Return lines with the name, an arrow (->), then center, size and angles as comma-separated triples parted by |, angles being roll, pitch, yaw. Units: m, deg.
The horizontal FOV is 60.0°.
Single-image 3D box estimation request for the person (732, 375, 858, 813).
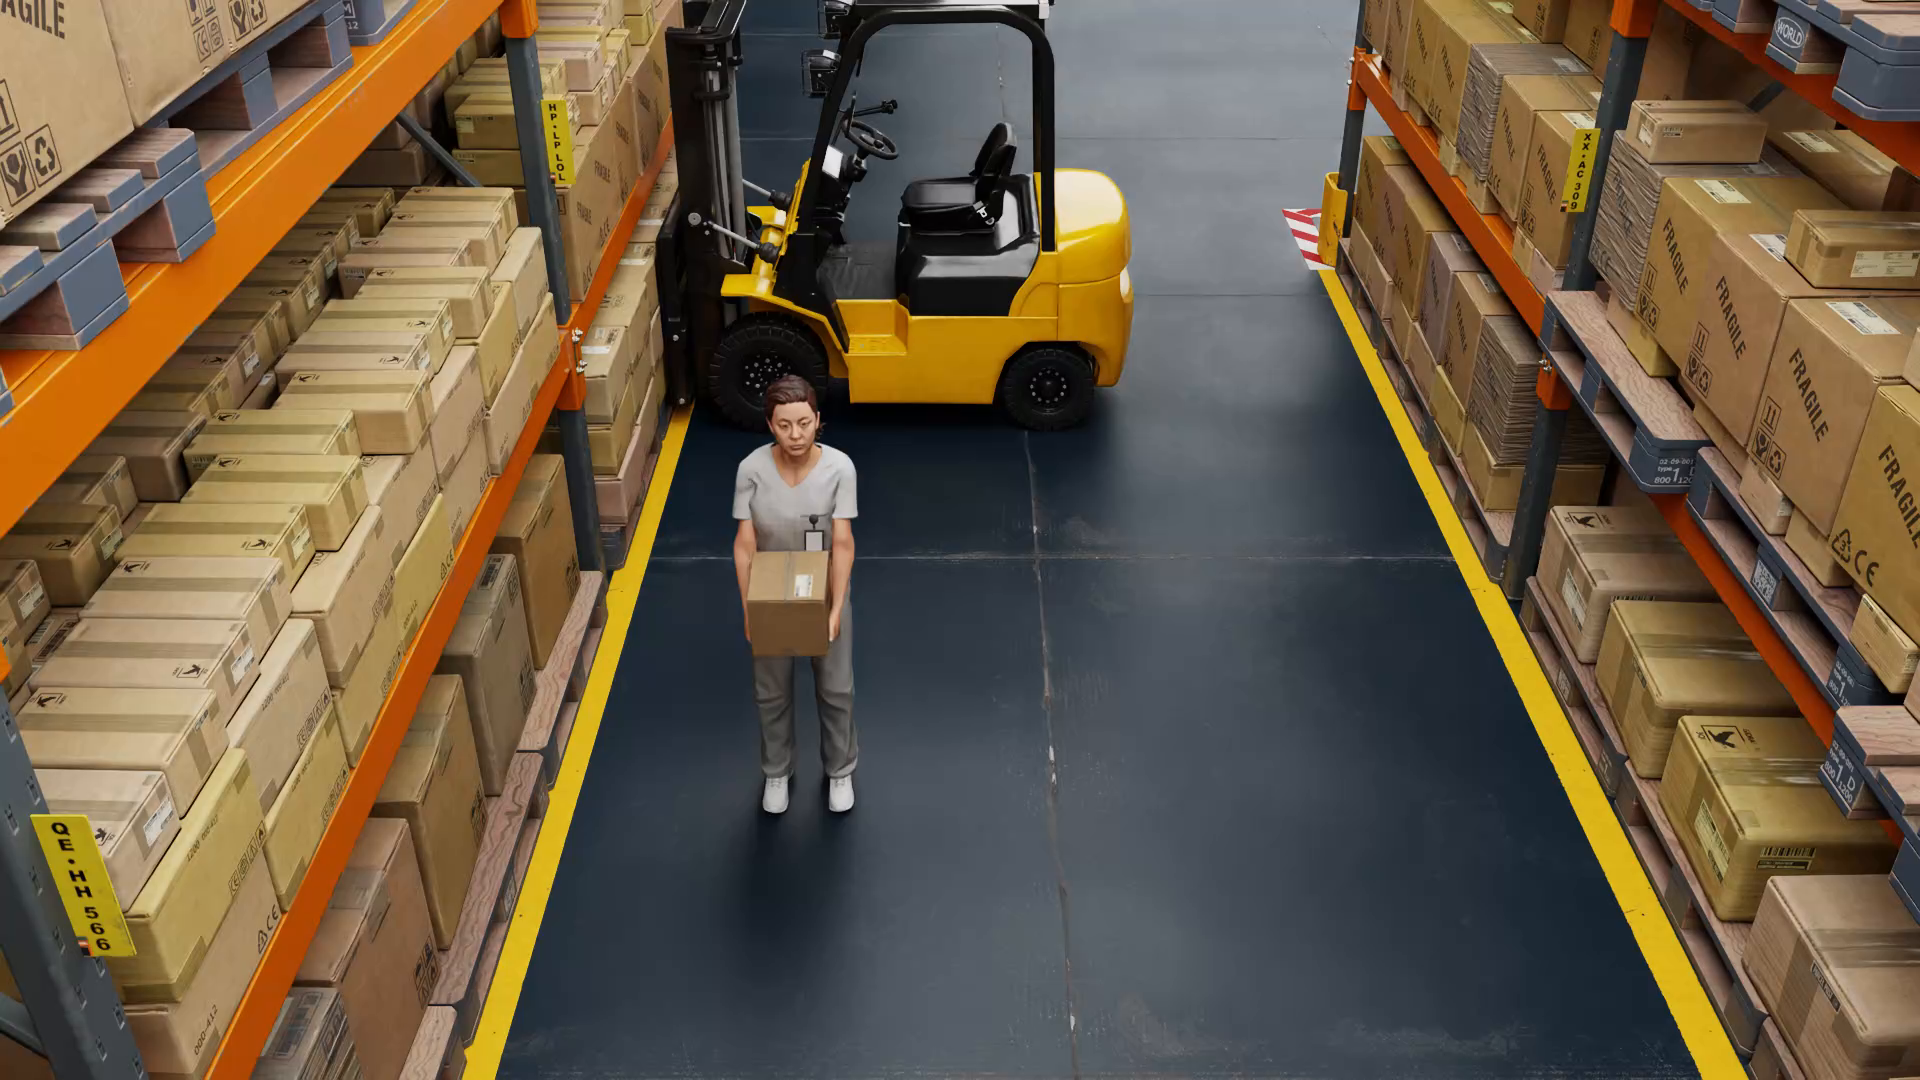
person -> -0.555, 0.250, 5.741 | 0.424, 1.668, 0.542 | 0, 32, -1
